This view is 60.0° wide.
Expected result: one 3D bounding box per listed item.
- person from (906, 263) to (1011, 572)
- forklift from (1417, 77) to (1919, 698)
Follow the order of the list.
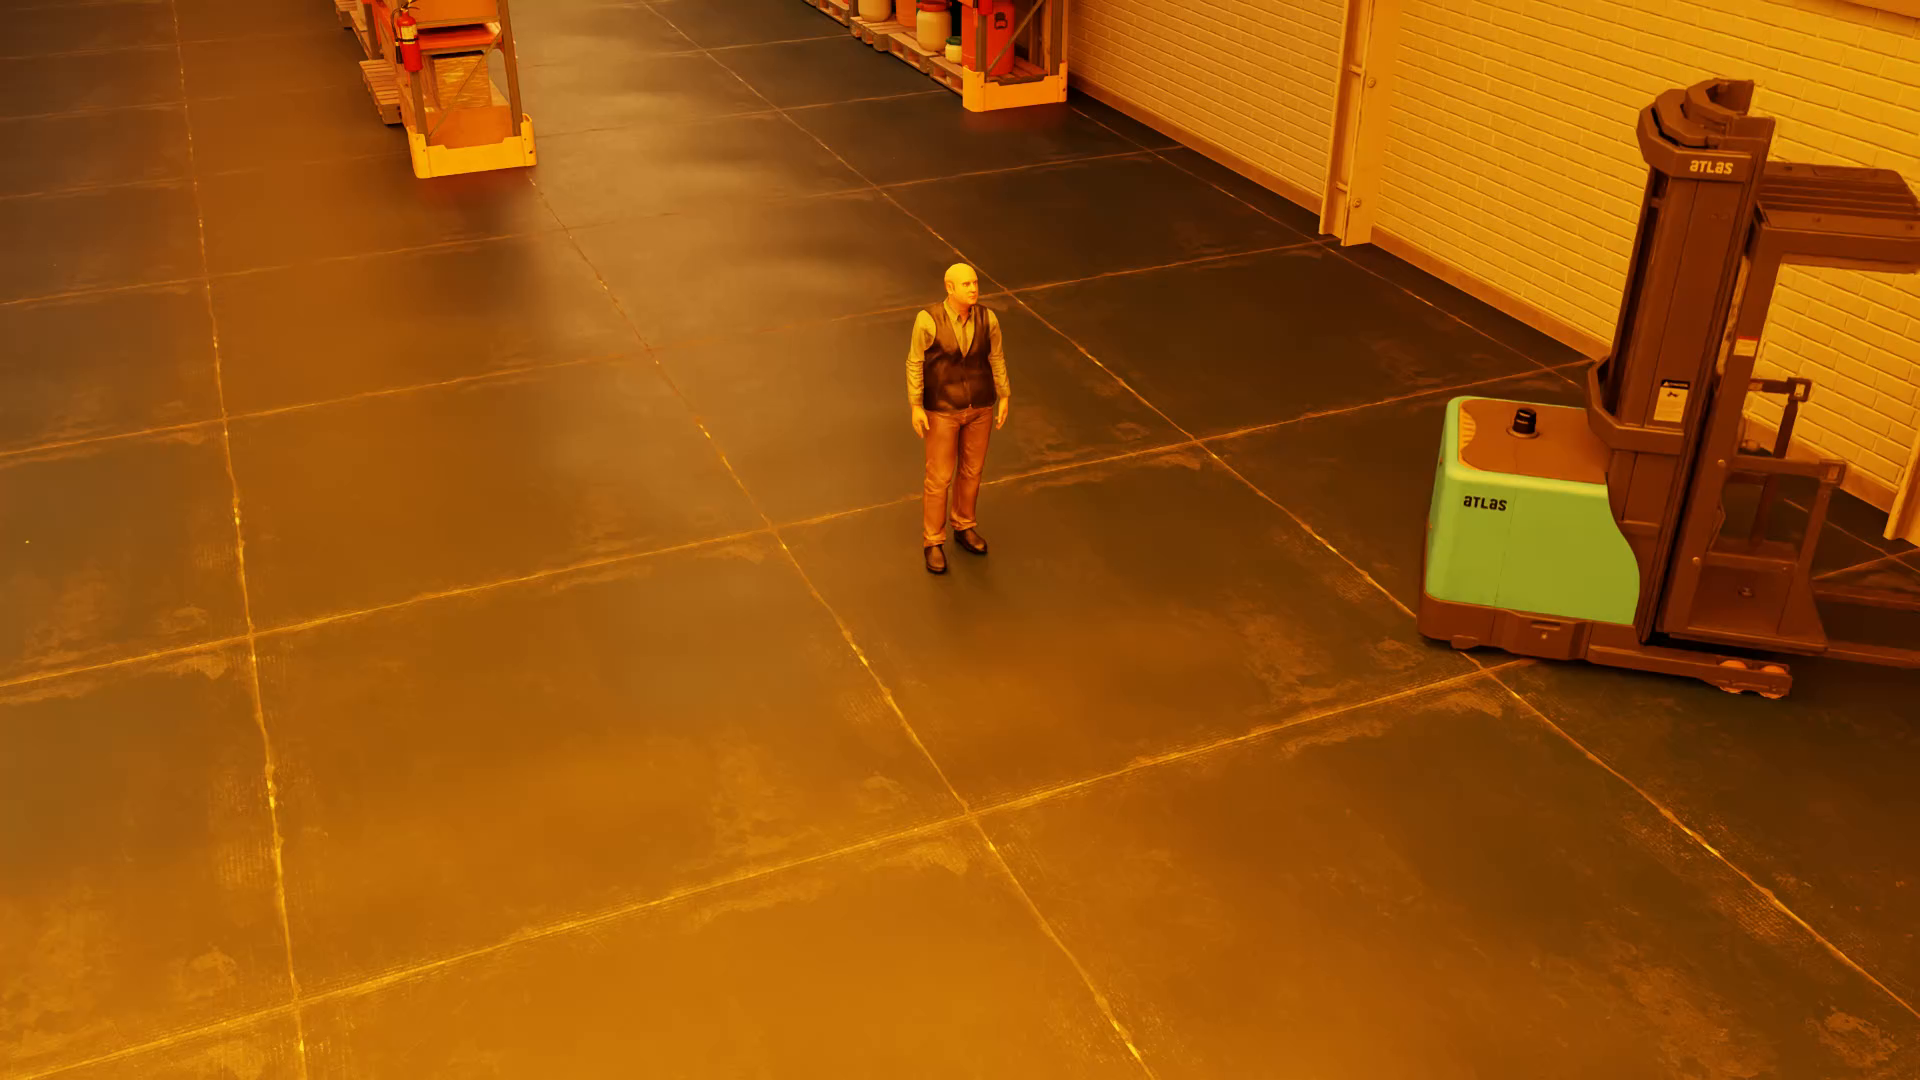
[{"bbox_3d":[0.019,-0.724,9.589,0.633,1.722,0.566,-12,32,-20],"label":"person"},{"bbox_3d":[4.074,-0.743,8.420,3.031,2.935,1.130,8,31,13],"label":"forklift"}]
